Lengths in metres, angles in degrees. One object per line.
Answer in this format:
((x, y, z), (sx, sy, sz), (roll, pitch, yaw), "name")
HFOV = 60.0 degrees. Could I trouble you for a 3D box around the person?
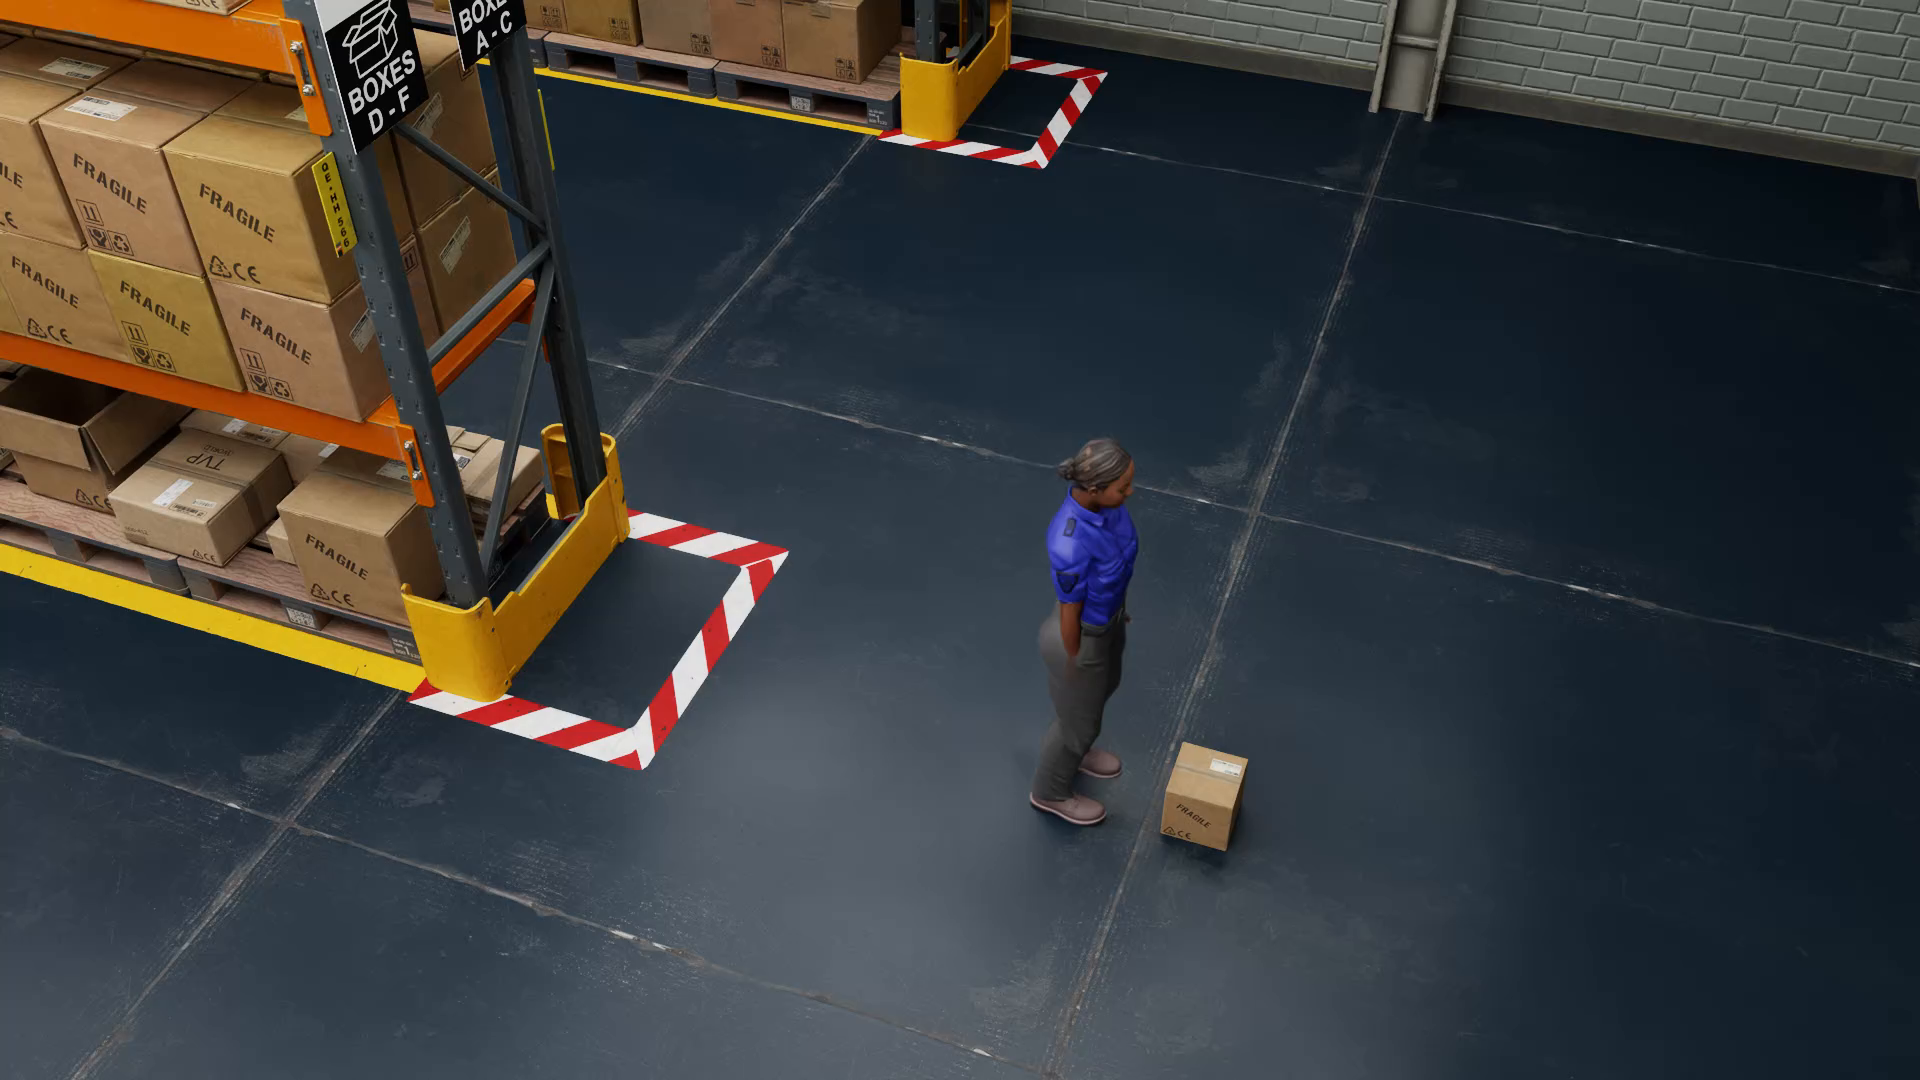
((0.454, 0.311, 5.823), (0.303, 1.656, 0.438), (14, 44, 16), "person")
